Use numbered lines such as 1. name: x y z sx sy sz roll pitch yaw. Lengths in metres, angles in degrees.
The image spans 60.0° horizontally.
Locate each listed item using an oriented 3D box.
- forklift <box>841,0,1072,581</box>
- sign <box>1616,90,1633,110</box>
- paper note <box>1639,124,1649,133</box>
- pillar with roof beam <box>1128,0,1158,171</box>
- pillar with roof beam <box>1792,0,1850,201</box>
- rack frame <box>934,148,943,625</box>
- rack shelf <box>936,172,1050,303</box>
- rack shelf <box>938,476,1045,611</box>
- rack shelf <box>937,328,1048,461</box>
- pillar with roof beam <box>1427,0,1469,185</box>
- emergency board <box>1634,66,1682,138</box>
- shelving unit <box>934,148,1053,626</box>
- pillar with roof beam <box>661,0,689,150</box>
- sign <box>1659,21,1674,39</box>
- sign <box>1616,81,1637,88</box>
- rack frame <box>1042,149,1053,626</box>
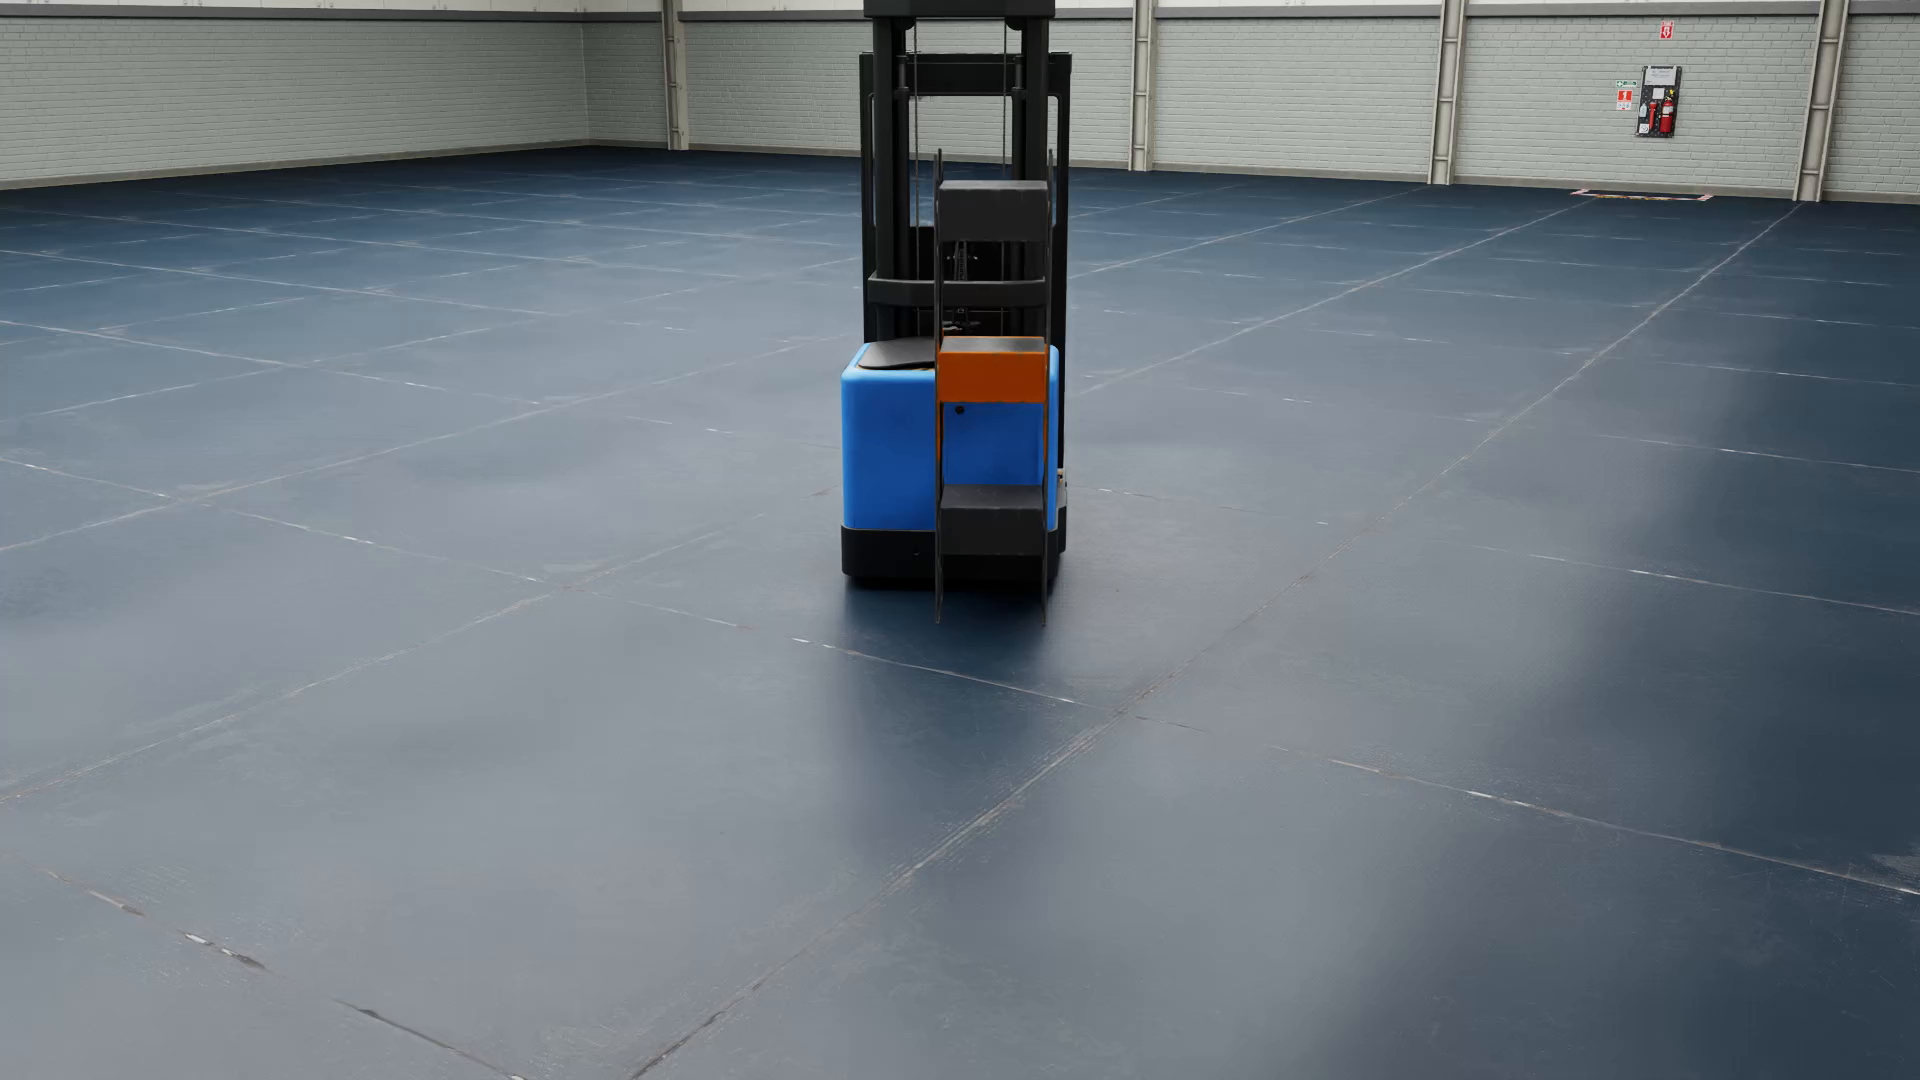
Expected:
1. forklift: 0.043 -1.584 9.054 1.130 2.935 3.031 1 17 4
2. sign: 11.324 -7.496 28.338 0.234 0.329 0.001 10 20 30
3. paper note: 11.626 -6.992 28.255 0.142 0.148 0.016 10 20 30
4. pillar with roof beam: 1.348 -10.614 28.340 0.400 9.000 9.100 10 20 30
5. pillar with roof beam: 11.574 -8.789 22.332 0.400 9.000 9.100 10 20 30
6. rack frame: -0.096 -0.675 7.489 0.015 2.100 0.400 1 17 2
7. rack shelf: 0.148 -1.329 7.281 0.480 0.518 0.431 1 17 2
8. rack shelf: 0.148 0.011 7.687 0.480 0.518 0.431 1 17 2
9. rack shelf: 0.148 -0.659 7.484 0.480 0.518 0.431 1 17 2
10. pillar with roof beam: 6.461 -9.701 25.336 0.400 9.000 9.100 10 20 30
11. emergency board: 11.741 -7.370 27.982 0.643 1.169 0.194 10 20 30
12. shelving unit: 0.148 -0.672 7.480 0.503 2.100 0.431 1 17 2
13. pillar with roof beam: -8.877 -12.439 34.349 0.400 9.000 9.100 10 20 30
14. sign: 11.786 -8.505 27.730 0.199 0.298 0.001 10 20 30
15. sign: 11.323 -7.747 28.251 0.331 0.109 0.001 10 20 30
16. rack frame: 0.392 -0.669 7.471 0.015 2.100 0.400 1 17 2
